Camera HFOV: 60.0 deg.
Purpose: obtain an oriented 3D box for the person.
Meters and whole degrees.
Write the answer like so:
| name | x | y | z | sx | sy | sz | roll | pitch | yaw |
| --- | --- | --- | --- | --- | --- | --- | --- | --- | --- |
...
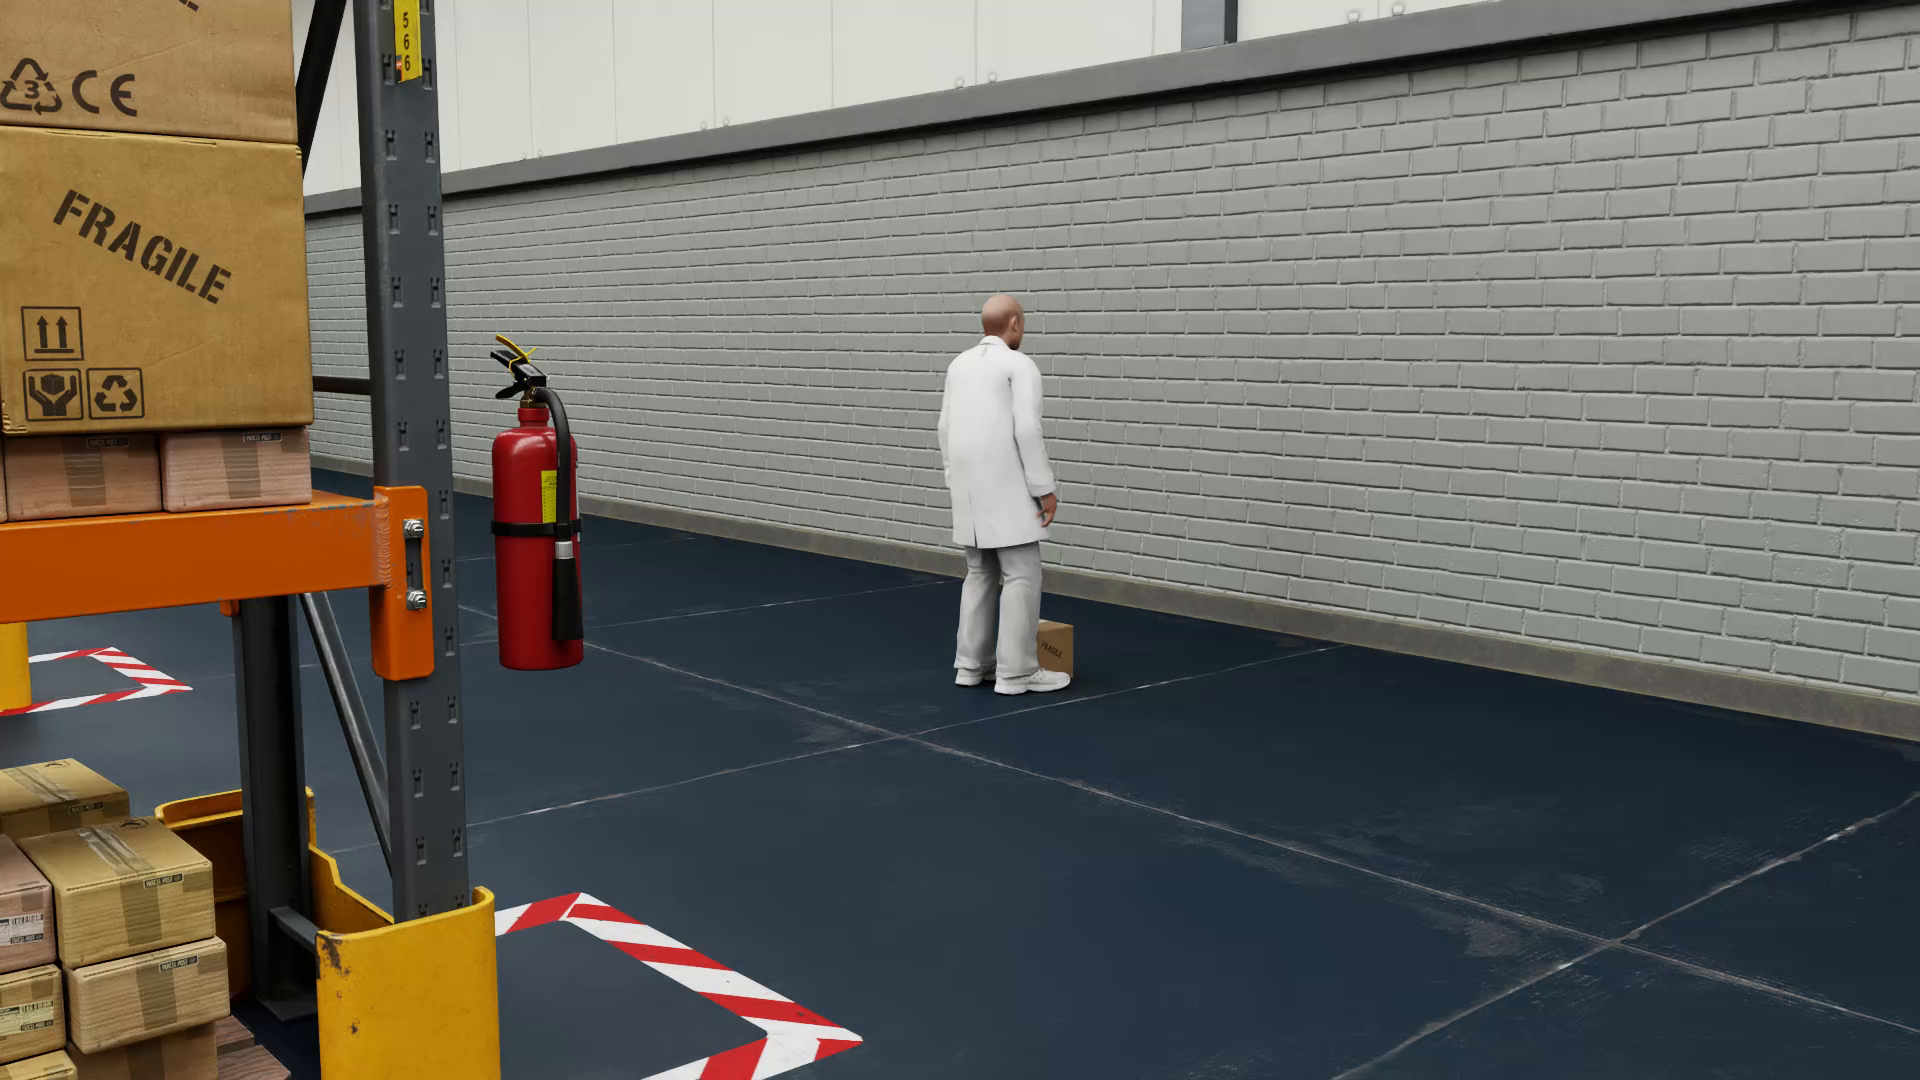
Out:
| name | x | y | z | sx | sy | sz | roll | pitch | yaw |
| --- | --- | --- | --- | --- | --- | --- | --- | --- | --- |
| person | 0.169 | -0.216 | 7.529 | 0.416 | 1.774 | 0.656 | -7 | 10 | -43 |
